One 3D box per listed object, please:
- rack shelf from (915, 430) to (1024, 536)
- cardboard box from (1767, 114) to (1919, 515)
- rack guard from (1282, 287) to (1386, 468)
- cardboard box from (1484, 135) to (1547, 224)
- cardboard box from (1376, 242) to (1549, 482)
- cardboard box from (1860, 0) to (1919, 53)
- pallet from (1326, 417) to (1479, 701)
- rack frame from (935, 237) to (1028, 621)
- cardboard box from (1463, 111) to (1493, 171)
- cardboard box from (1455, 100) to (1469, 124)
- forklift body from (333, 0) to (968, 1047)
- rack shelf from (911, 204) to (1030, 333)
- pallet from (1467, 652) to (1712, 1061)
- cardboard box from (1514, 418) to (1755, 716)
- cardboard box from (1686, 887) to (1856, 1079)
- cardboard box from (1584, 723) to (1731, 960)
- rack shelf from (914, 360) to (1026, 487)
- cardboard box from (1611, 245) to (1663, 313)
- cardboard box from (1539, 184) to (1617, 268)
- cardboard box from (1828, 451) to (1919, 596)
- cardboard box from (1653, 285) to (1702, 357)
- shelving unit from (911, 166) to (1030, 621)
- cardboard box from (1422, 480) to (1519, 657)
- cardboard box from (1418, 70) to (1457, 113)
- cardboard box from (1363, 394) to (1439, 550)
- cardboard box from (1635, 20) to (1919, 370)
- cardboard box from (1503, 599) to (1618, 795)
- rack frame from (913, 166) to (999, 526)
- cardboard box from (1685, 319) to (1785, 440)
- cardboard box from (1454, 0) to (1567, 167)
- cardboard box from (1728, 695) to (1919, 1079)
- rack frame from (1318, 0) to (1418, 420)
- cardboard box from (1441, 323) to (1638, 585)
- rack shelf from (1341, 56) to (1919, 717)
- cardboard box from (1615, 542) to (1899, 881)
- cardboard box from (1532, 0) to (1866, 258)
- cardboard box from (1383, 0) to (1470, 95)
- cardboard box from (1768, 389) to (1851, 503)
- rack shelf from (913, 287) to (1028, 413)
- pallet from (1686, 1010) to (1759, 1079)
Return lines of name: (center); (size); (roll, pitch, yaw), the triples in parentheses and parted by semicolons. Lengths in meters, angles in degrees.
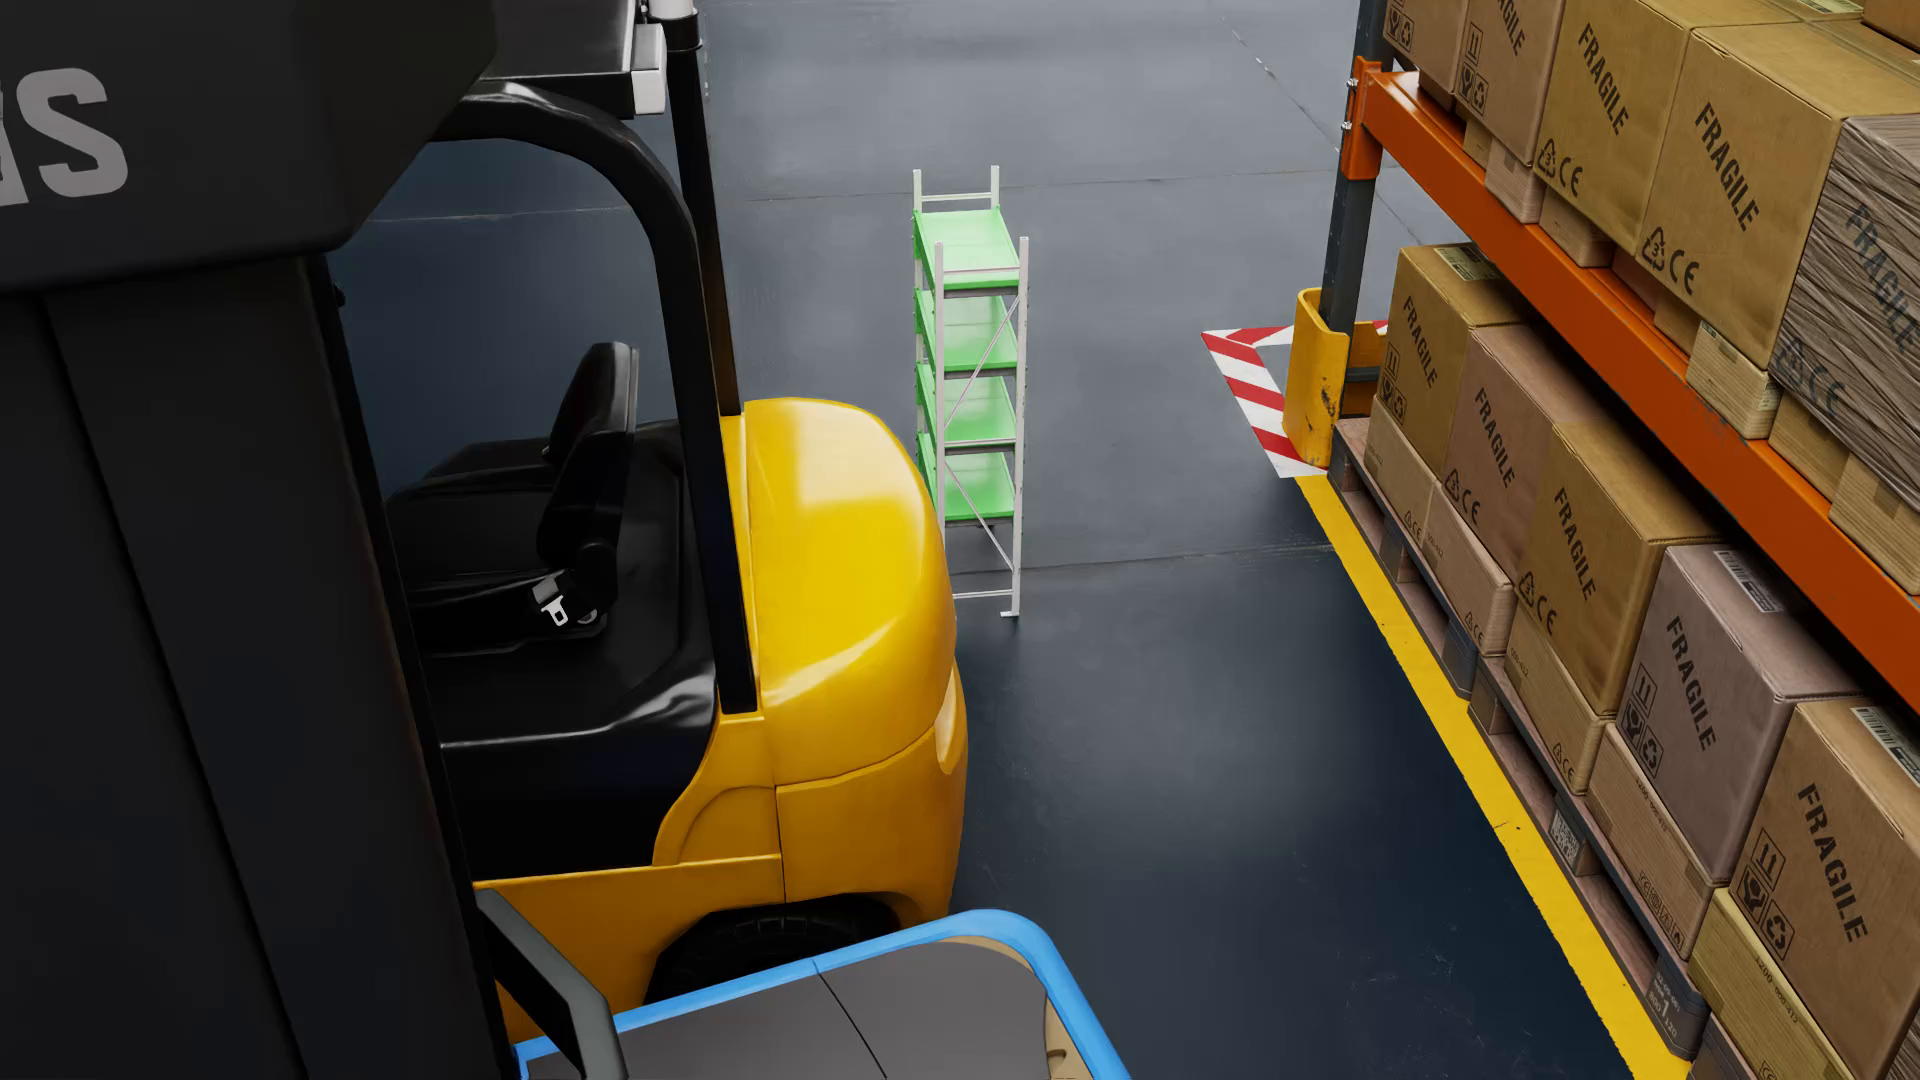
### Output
rack shelf: (0.022, -0.152, 4.948); (0.258, 0.148, 0.480); (-4, 35, -6)
cardboard box: (1.795, -0.399, 2.819); (0.500, 0.500, 0.500); (-3, 34, -5)
rack guard: (1.724, -0.586, 5.666); (1.175, 0.500, 0.348); (-4, 35, -6)
cardboard box: (1.547, -0.913, 4.150); (0.380, 0.149, 0.250); (-4, 34, -6)
cardboard box: (1.552, -0.524, 4.759); (0.500, 0.500, 0.500); (-5, 35, -8)
cardboard box: (2.160, -1.122, 2.992); (0.700, 0.500, 0.500); (-5, 35, -7)
pallet: (1.798, -0.011, 5.078); (1.003, 0.211, 1.213); (-4, 35, -6)
rack frame: (0.055, -0.267, 4.577); (0.240, 1.200, 0.015); (-4, 35, -6)
cardboard box: (1.558, -1.059, 4.363); (0.380, 0.149, 0.250); (-5, 35, -8)
cardboard box: (1.603, -1.213, 4.589); (0.380, 0.149, 0.250); (-4, 34, -6)
forklift body: (-1.141, -0.013, 3.359); (2.313, 2.155, 1.214); (-4, 35, -6)
rack shelf: (0.022, -0.747, 4.542); (0.258, 0.148, 0.480); (-4, 35, -6)
pallet: (1.959, 0.668, 4.082); (1.003, 0.211, 1.213); (-4, 35, -6)
cardboard box: (1.686, 0.048, 3.919); (0.500, 0.500, 0.500); (-4, 34, -5)
cardboard box: (1.825, 0.927, 3.294); (0.500, 0.250, 0.500); (-5, 35, -8)
cardboard box: (1.761, 0.643, 3.711); (0.500, 0.250, 0.500); (-4, 34, -6)
rack shelf: (0.022, -0.351, 4.813); (0.258, 0.148, 0.480); (-4, 35, -6)
cardboard box: (1.710, -0.629, 3.732); (0.380, 0.149, 0.250); (-3, 34, -5)
cardboard box: (1.615, -0.772, 3.942); (0.380, 0.149, 0.250); (-3, 34, -5)
cardboard box: (1.767, -0.049, 2.881); (0.380, 0.149, 0.250); (-5, 35, -7)
cardboard box: (1.716, -0.479, 3.513); (0.380, 0.149, 0.250); (-5, 35, -8)
shelving unit: (0.022, -0.403, 4.777); (0.258, 1.200, 0.503); (-4, 35, -6)
cardboard box: (1.610, 0.058, 4.571); (0.500, 0.250, 0.500); (-3, 34, -5)
cardboard box: (1.555, -1.353, 4.794); (0.380, 0.149, 0.250); (-4, 35, -6)
cardboard box: (1.548, -0.228, 4.989); (0.500, 0.250, 0.500); (-5, 35, -7)
cardboard box: (1.722, -0.684, 3.238); (0.500, 0.500, 0.500); (-5, 35, -7)
cardboard box: (1.696, 0.361, 4.125); (0.500, 0.250, 0.500); (-2, 34, -3)
rack frame: (-0.011, -0.540, 4.976); (0.240, 1.200, 0.015); (-4, 35, -6)
cardboard box: (1.692, -0.334, 3.300); (0.380, 0.149, 0.250); (-4, 34, -6)
cardboard box: (1.576, -1.252, 4.070); (0.500, 0.500, 0.500); (-3, 34, -5)
cardboard box: (1.836, 0.630, 3.065); (0.500, 0.500, 0.500); (-4, 34, -6)
rack frame: (1.714, -1.662, 5.025); (1.000, 3.000, 0.127); (-4, 35, -6)
cardboard box: (1.627, -0.233, 4.331); (0.500, 0.500, 0.500); (-6, 35, -8)
rack shelf: (1.983, -0.248, 3.589); (1.077, 0.370, 4.000); (-4, 35, -6)
cardboard box: (1.767, 0.345, 3.483); (0.500, 0.500, 0.500); (-3, 34, -4)
cardboard box: (1.646, -0.967, 3.653); (0.500, 0.500, 0.500); (-5, 35, -7)
cardboard box: (1.503, -1.540, 4.494); (0.500, 0.500, 0.500); (-5, 35, -7)
cardboard box: (1.762, -0.194, 3.094); (0.380, 0.149, 0.250); (-5, 35, -7)
rack shelf: (0.022, -0.549, 4.677); (0.258, 0.148, 0.480); (-4, 35, -6)
pallet: (2.127, 1.351, 3.080); (1.003, 0.211, 1.213); (-4, 35, -6)
